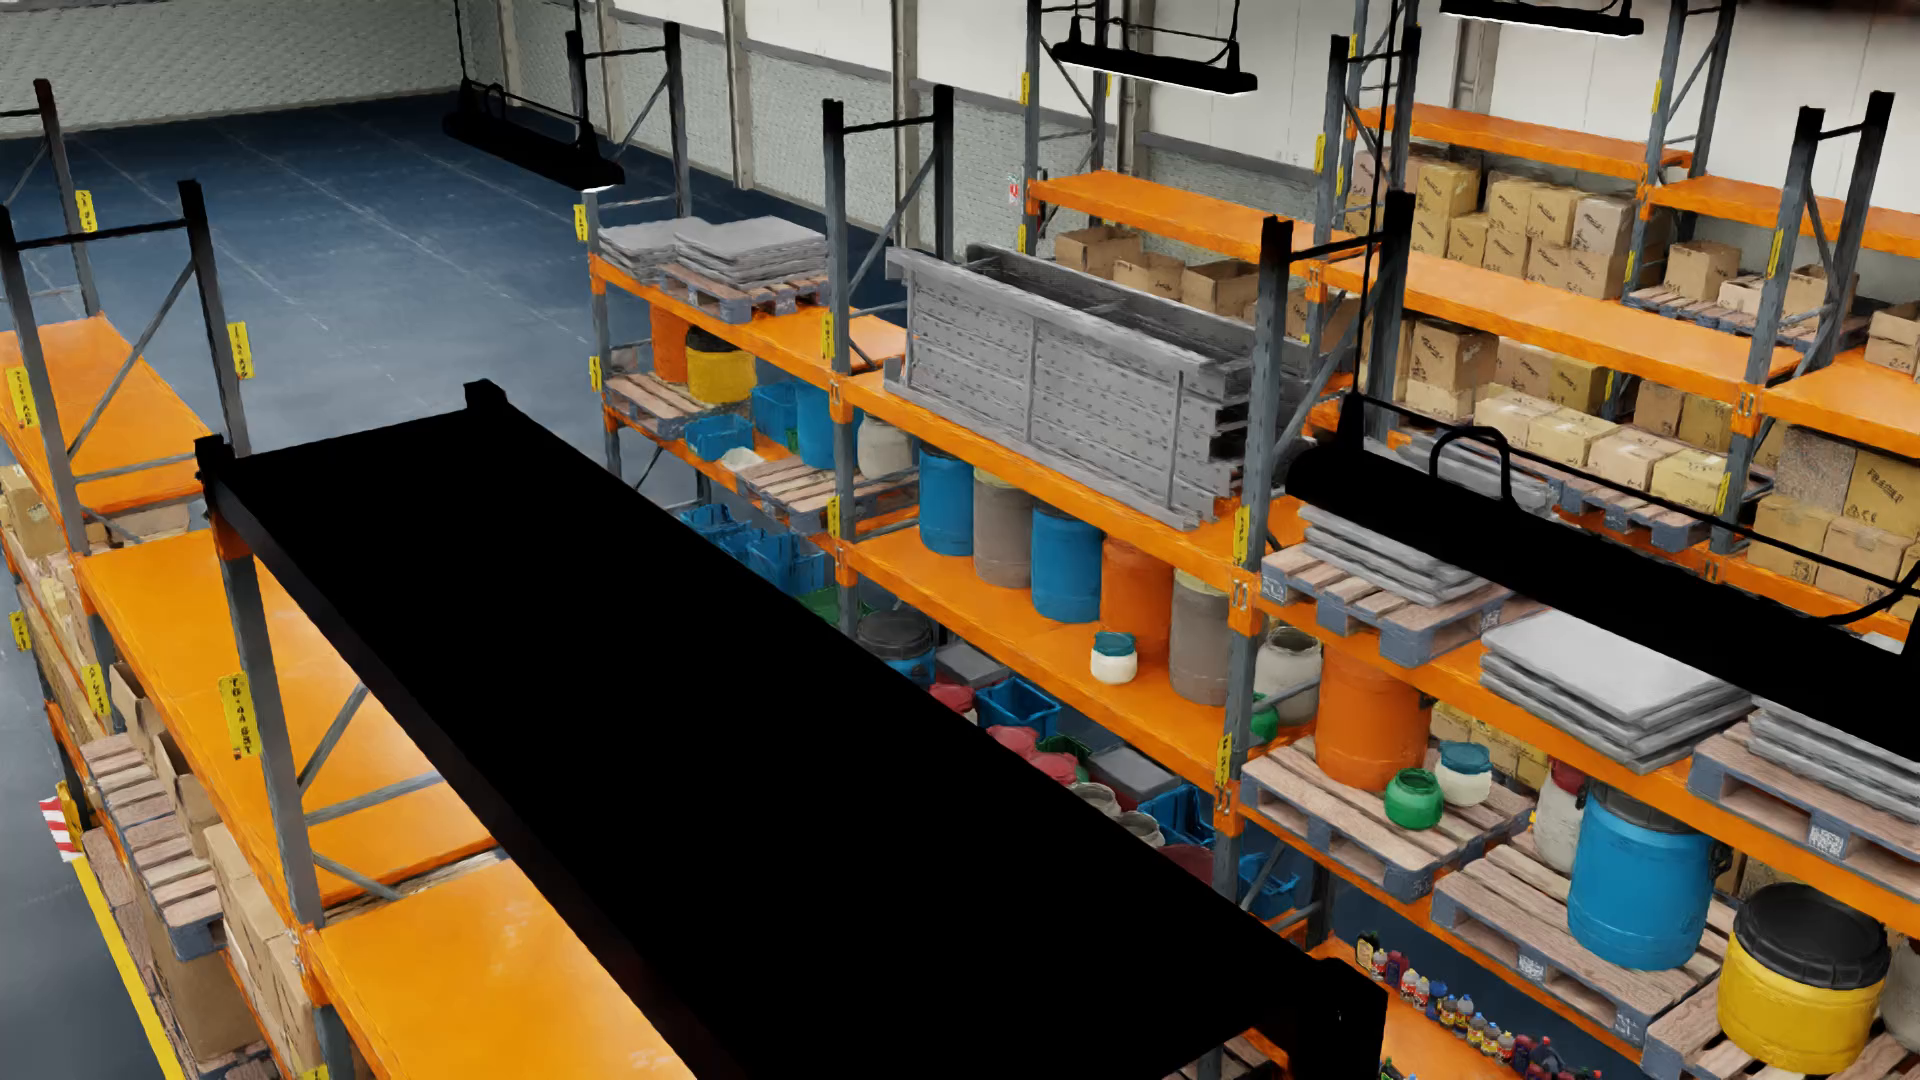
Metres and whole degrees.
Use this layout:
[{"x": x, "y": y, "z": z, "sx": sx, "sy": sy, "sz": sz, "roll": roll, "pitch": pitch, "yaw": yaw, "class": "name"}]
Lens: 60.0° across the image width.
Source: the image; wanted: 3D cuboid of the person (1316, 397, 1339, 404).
[{"x": 4.232, "y": -1.382, "z": 19.824, "sx": 0.645, "sy": 1.772, "sz": 0.464, "roll": 11, "pitch": 27, "yaw": 23, "class": "person"}]

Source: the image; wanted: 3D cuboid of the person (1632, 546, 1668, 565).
[{"x": 7.117, "y": -0.077, "z": 17.117, "sx": 0.546, "sy": 1.680, "sz": 0.443, "roll": 13, "pitch": 28, "yaw": 26, "class": "person"}]
